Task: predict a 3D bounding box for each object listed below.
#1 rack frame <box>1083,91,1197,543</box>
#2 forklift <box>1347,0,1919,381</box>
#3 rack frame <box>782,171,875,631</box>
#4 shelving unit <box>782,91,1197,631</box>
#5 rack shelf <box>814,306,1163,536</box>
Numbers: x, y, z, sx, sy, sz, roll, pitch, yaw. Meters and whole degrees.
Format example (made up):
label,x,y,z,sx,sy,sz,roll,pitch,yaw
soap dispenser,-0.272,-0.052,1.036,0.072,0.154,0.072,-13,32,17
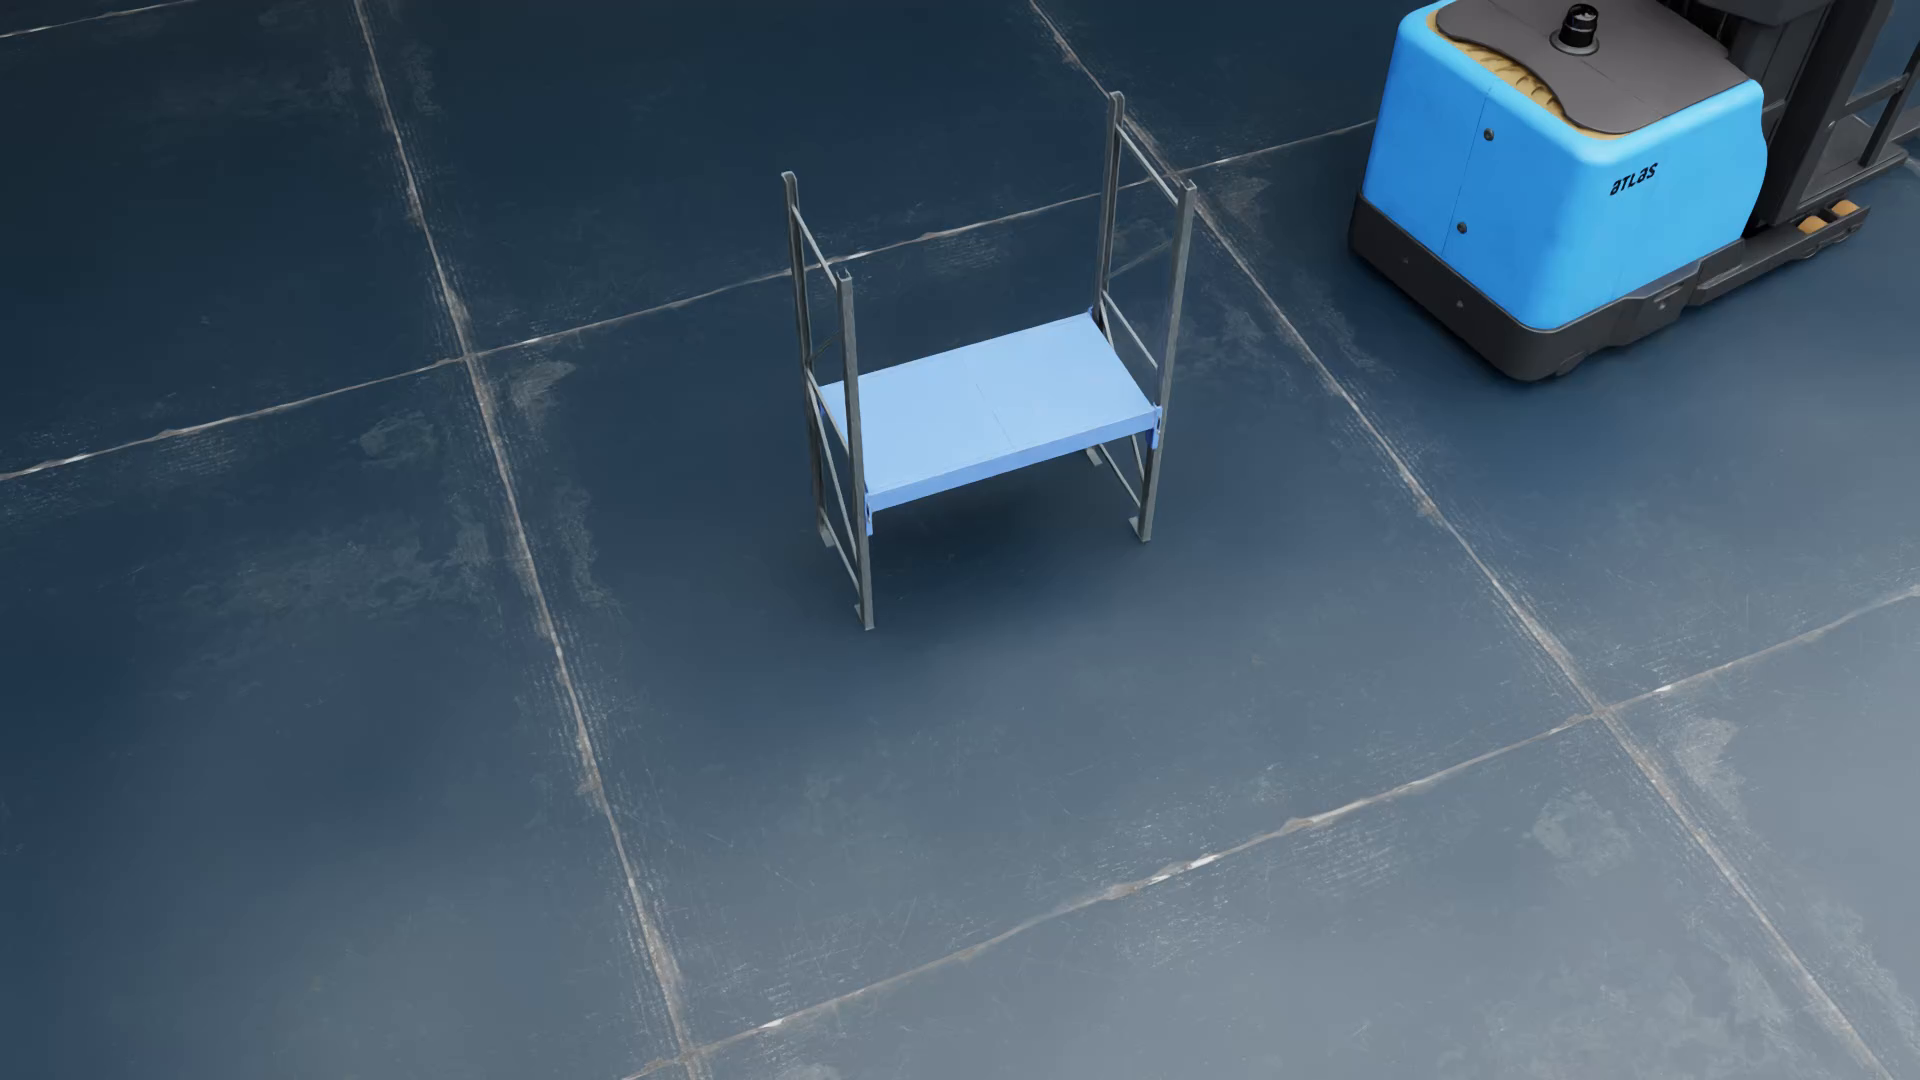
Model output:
label,x,y,z,sx,sy,sz,roll,pitch,yaw
rack frame,0.550,-0.659,5.327,0.032,1.500,0.500,-17,52,-14
forklift,3.081,-2.412,5.889,3.031,2.935,1.130,-25,54,-20
rack frame,-0.392,-0.367,5.077,0.032,1.500,0.500,-17,52,-14
shelving unit,0.079,-0.513,5.202,1.048,1.500,0.538,-17,52,-14
rack shelf,0.079,-0.396,5.338,1.000,0.185,0.538,-17,52,-14
